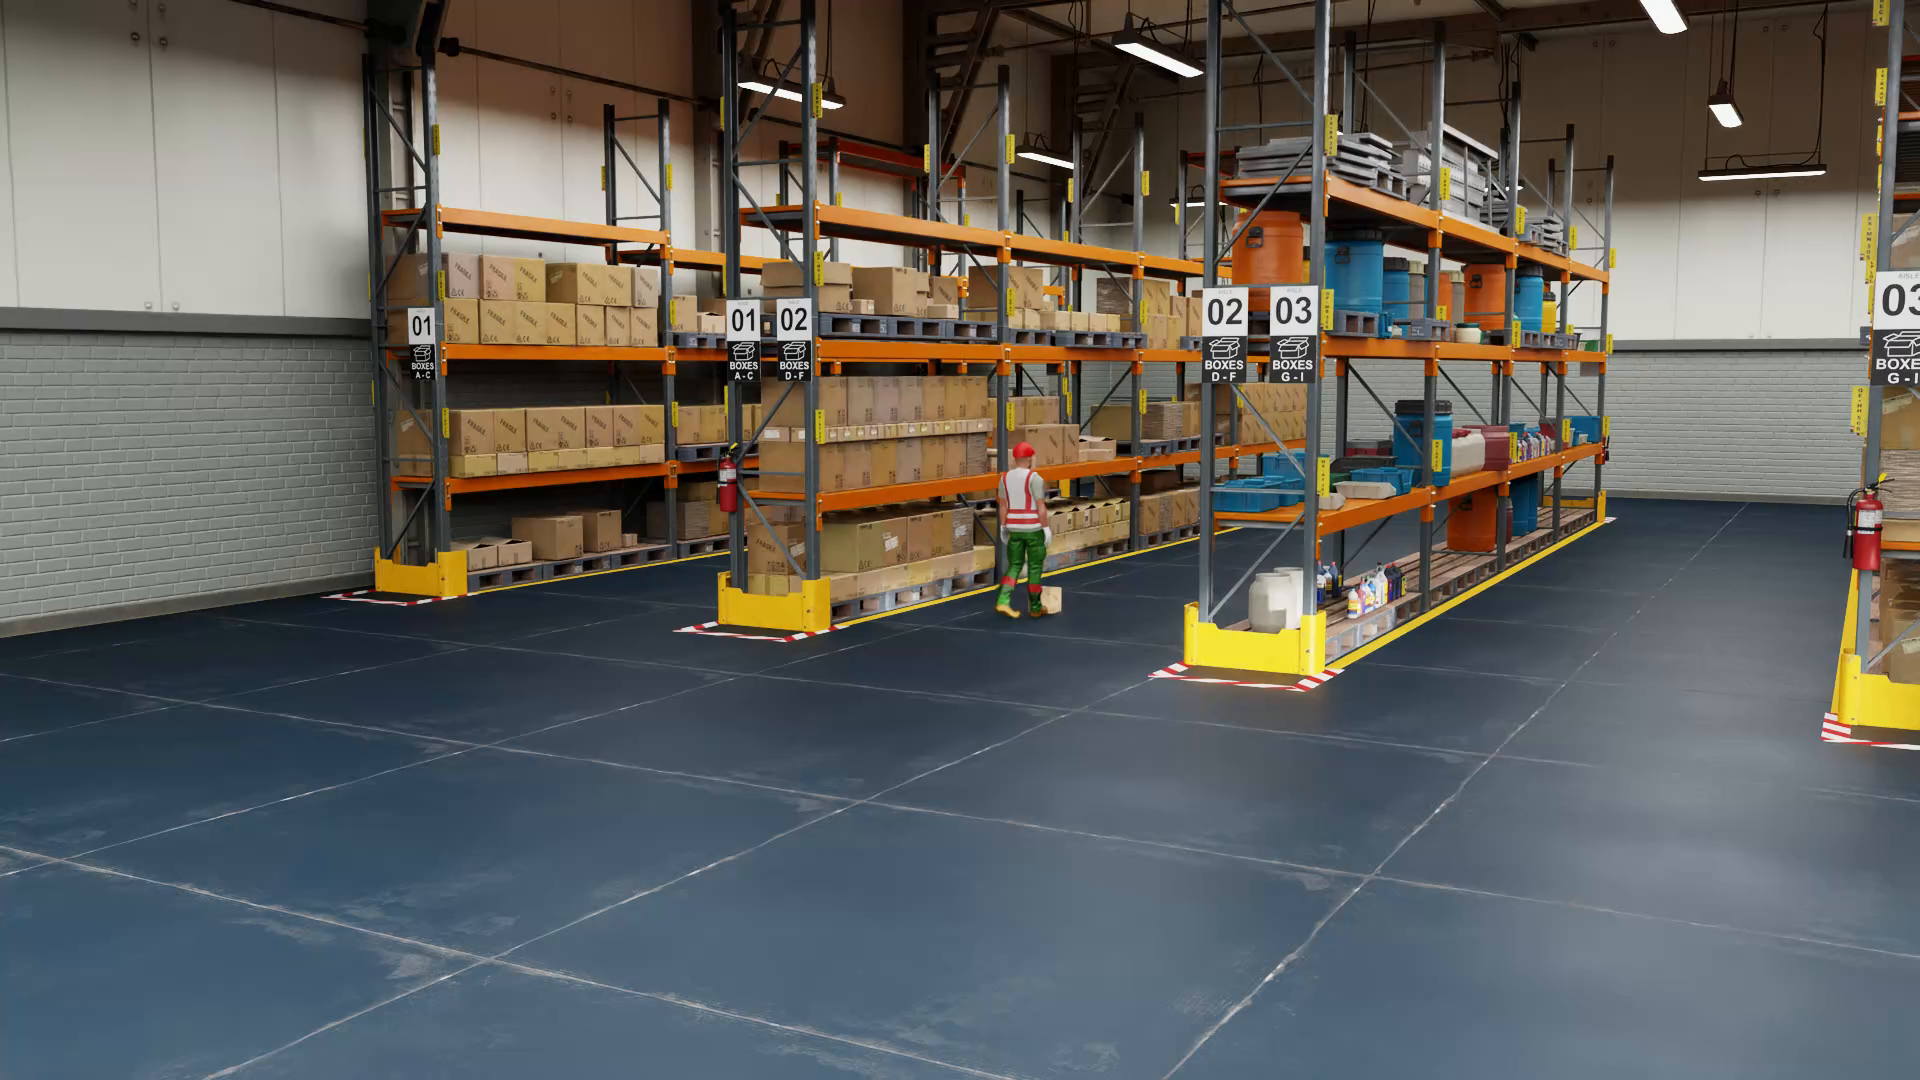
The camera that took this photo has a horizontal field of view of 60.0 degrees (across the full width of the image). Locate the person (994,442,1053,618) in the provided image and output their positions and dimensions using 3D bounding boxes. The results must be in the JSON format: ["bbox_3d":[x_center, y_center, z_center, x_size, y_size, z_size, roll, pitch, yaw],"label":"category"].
[{"bbox_3d":[0.684,-0.102,16.900,0.575,1.793,0.626,4,7,37],"label":"person"}]
